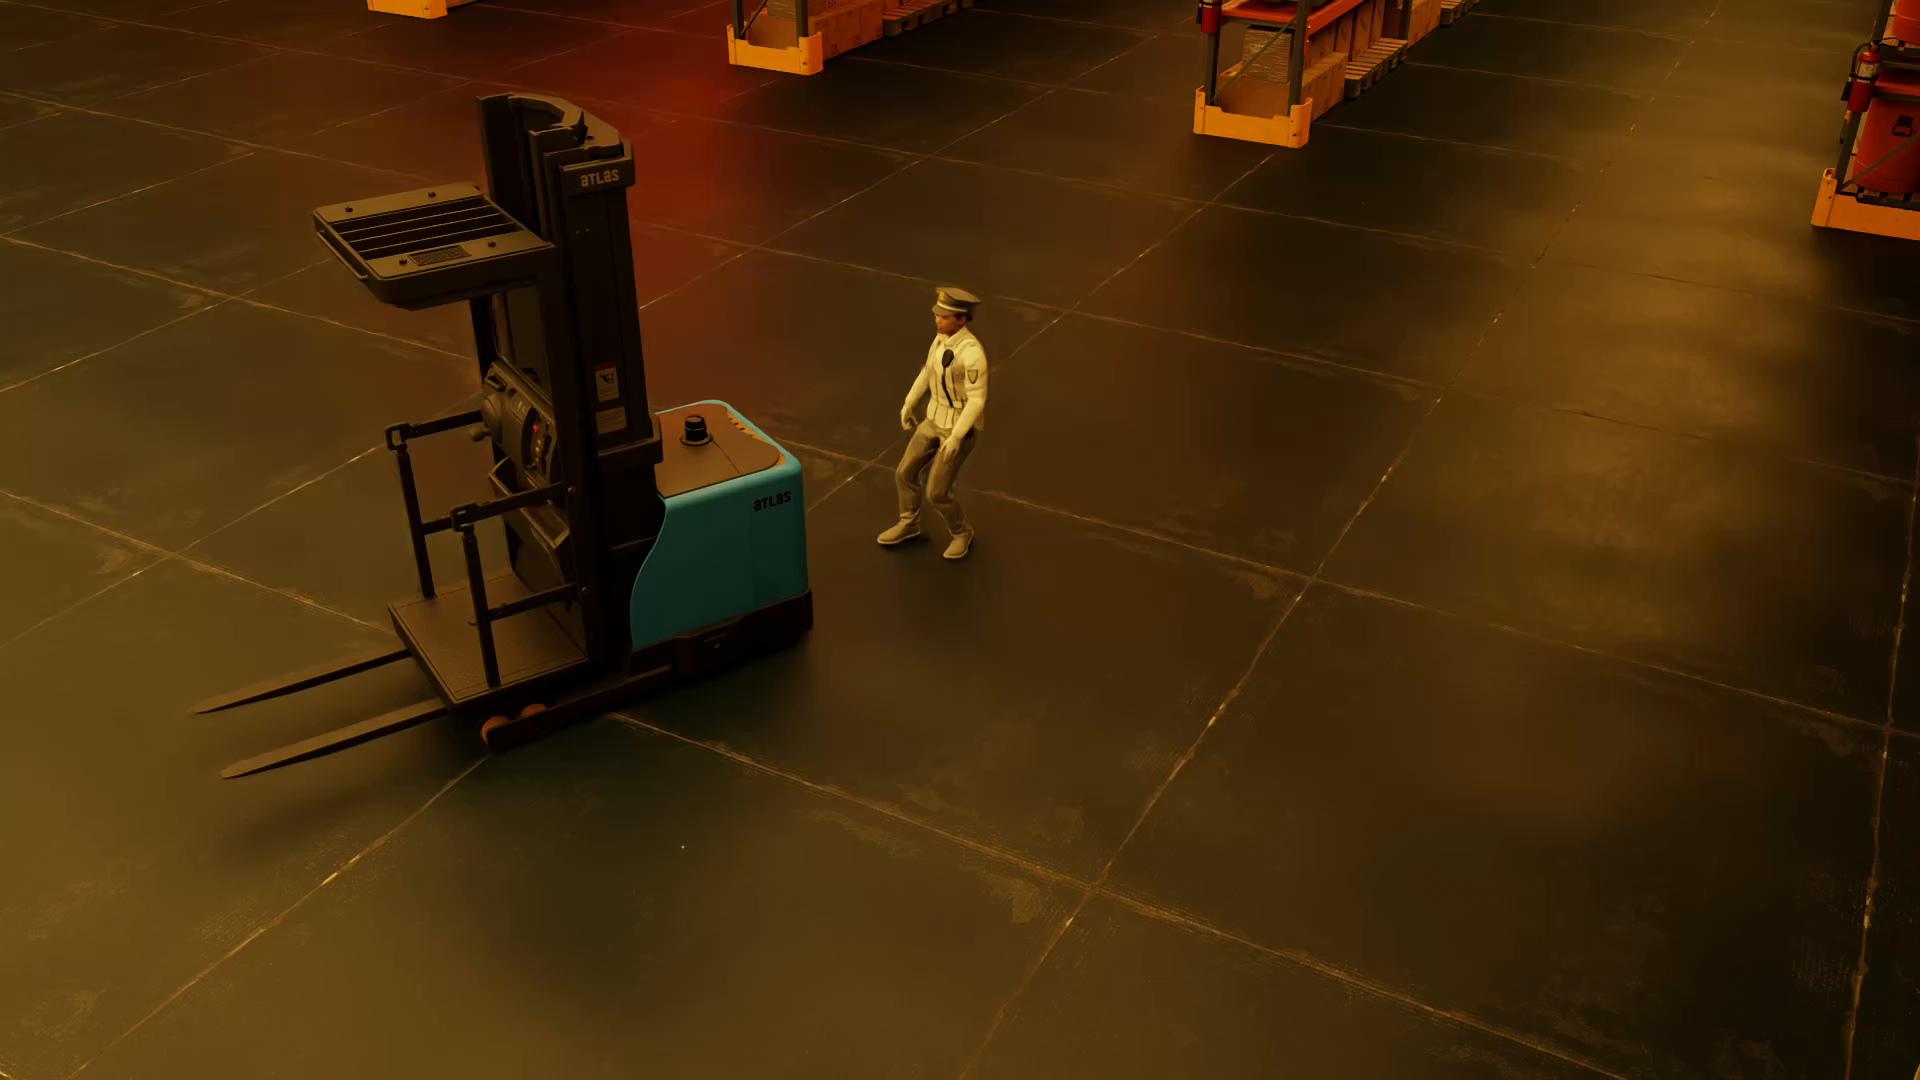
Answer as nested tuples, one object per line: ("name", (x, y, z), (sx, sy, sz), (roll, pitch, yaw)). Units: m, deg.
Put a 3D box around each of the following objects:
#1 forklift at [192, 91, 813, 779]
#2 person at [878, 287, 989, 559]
("forklift", (-2.311, -0.534, 7.996), (3.031, 2.935, 1.130), (-18, 35, -28))
("person", (-0.162, -0.667, 9.527), (0.569, 1.628, 0.671), (-14, 33, -23))
